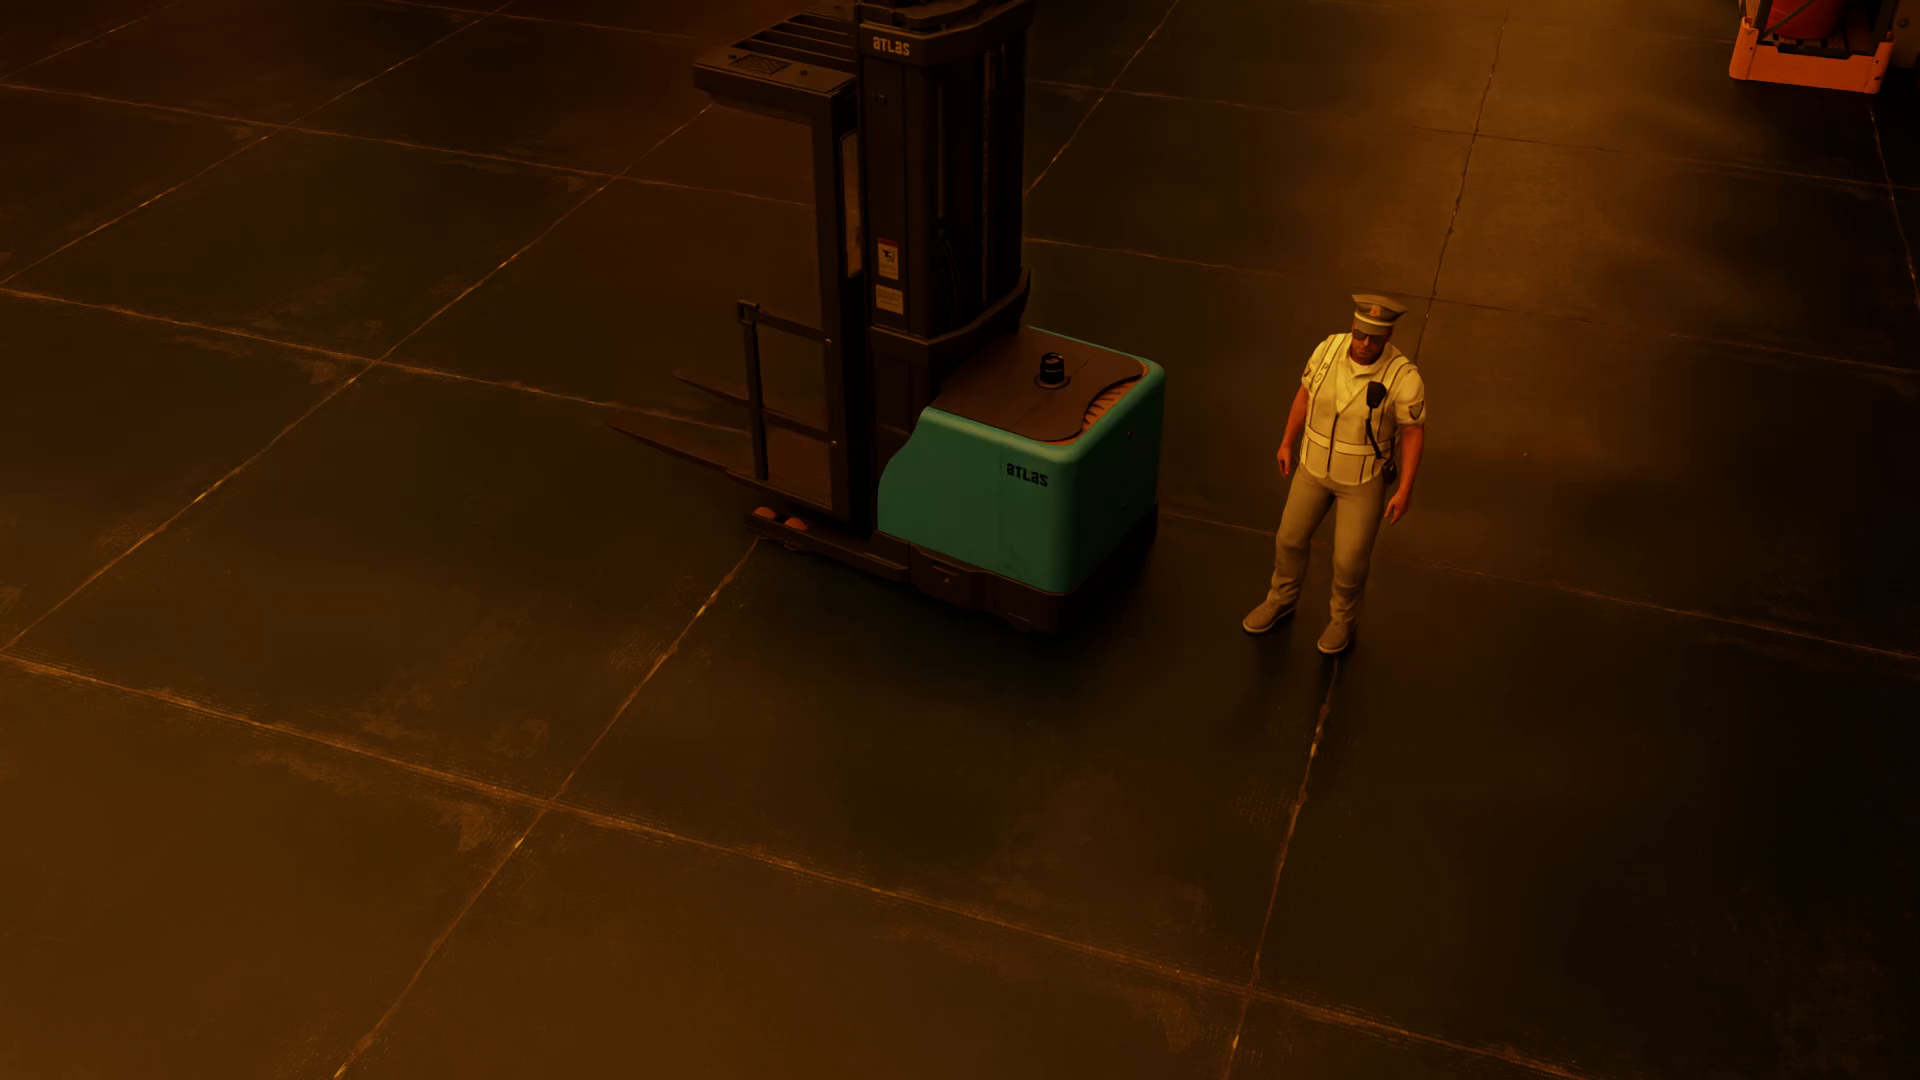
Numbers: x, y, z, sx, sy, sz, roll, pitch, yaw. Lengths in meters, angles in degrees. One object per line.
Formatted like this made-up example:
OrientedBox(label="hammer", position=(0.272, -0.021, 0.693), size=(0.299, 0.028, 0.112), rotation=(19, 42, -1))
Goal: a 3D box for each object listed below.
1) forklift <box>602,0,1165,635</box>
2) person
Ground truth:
OrientedBox(label="forklift", position=(-0.521, -1.380, 8.057), size=(3.031, 2.935, 1.130), rotation=(20, 40, 25))
OrientedBox(label="person", position=(1.723, -0.302, 7.539), size=(0.664, 1.771, 0.496), rotation=(23, 41, 29))
